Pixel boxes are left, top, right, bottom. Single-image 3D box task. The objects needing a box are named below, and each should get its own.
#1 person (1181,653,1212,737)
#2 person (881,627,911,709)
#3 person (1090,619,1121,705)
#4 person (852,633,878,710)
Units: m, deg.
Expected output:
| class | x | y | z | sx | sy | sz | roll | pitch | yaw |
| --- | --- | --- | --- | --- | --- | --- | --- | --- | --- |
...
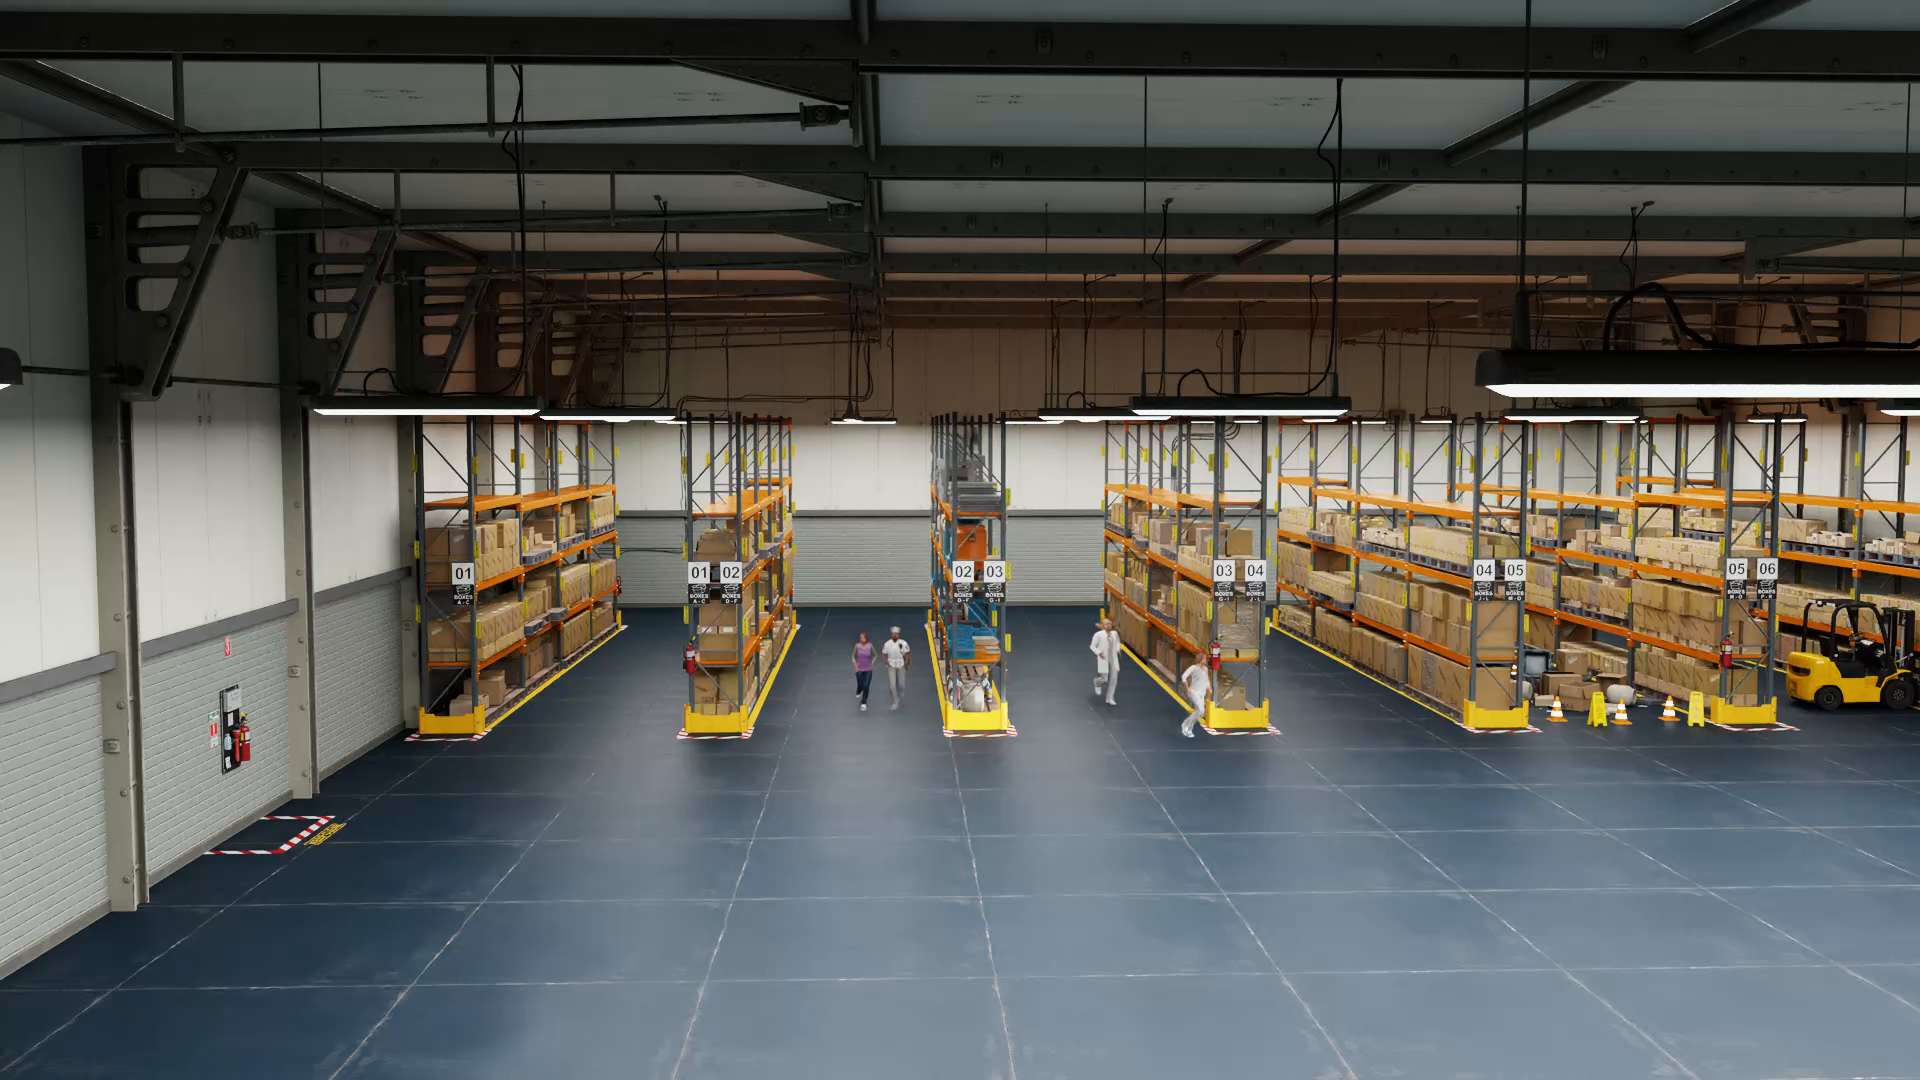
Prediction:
| class | x | y | z | sx | sy | sz | roll | pitch | yaw |
| --- | --- | --- | --- | --- | --- | --- | --- | --- | --- |
| person | 4.404 | 2.856 | 30.670 | 0.583 | 1.541 | 0.509 | -4 | 5 | -43 |
| person | -1.305 | 2.594 | 33.970 | 0.608 | 1.665 | 0.588 | 0 | 4 | -1 |
| person | 3.051 | 2.507 | 34.476 | 0.709 | 1.752 | 0.869 | -1 | 4 | -18 |
| person | -1.932 | 2.661 | 33.772 | 0.531 | 1.560 | 0.583 | 0 | 4 | -1 |
